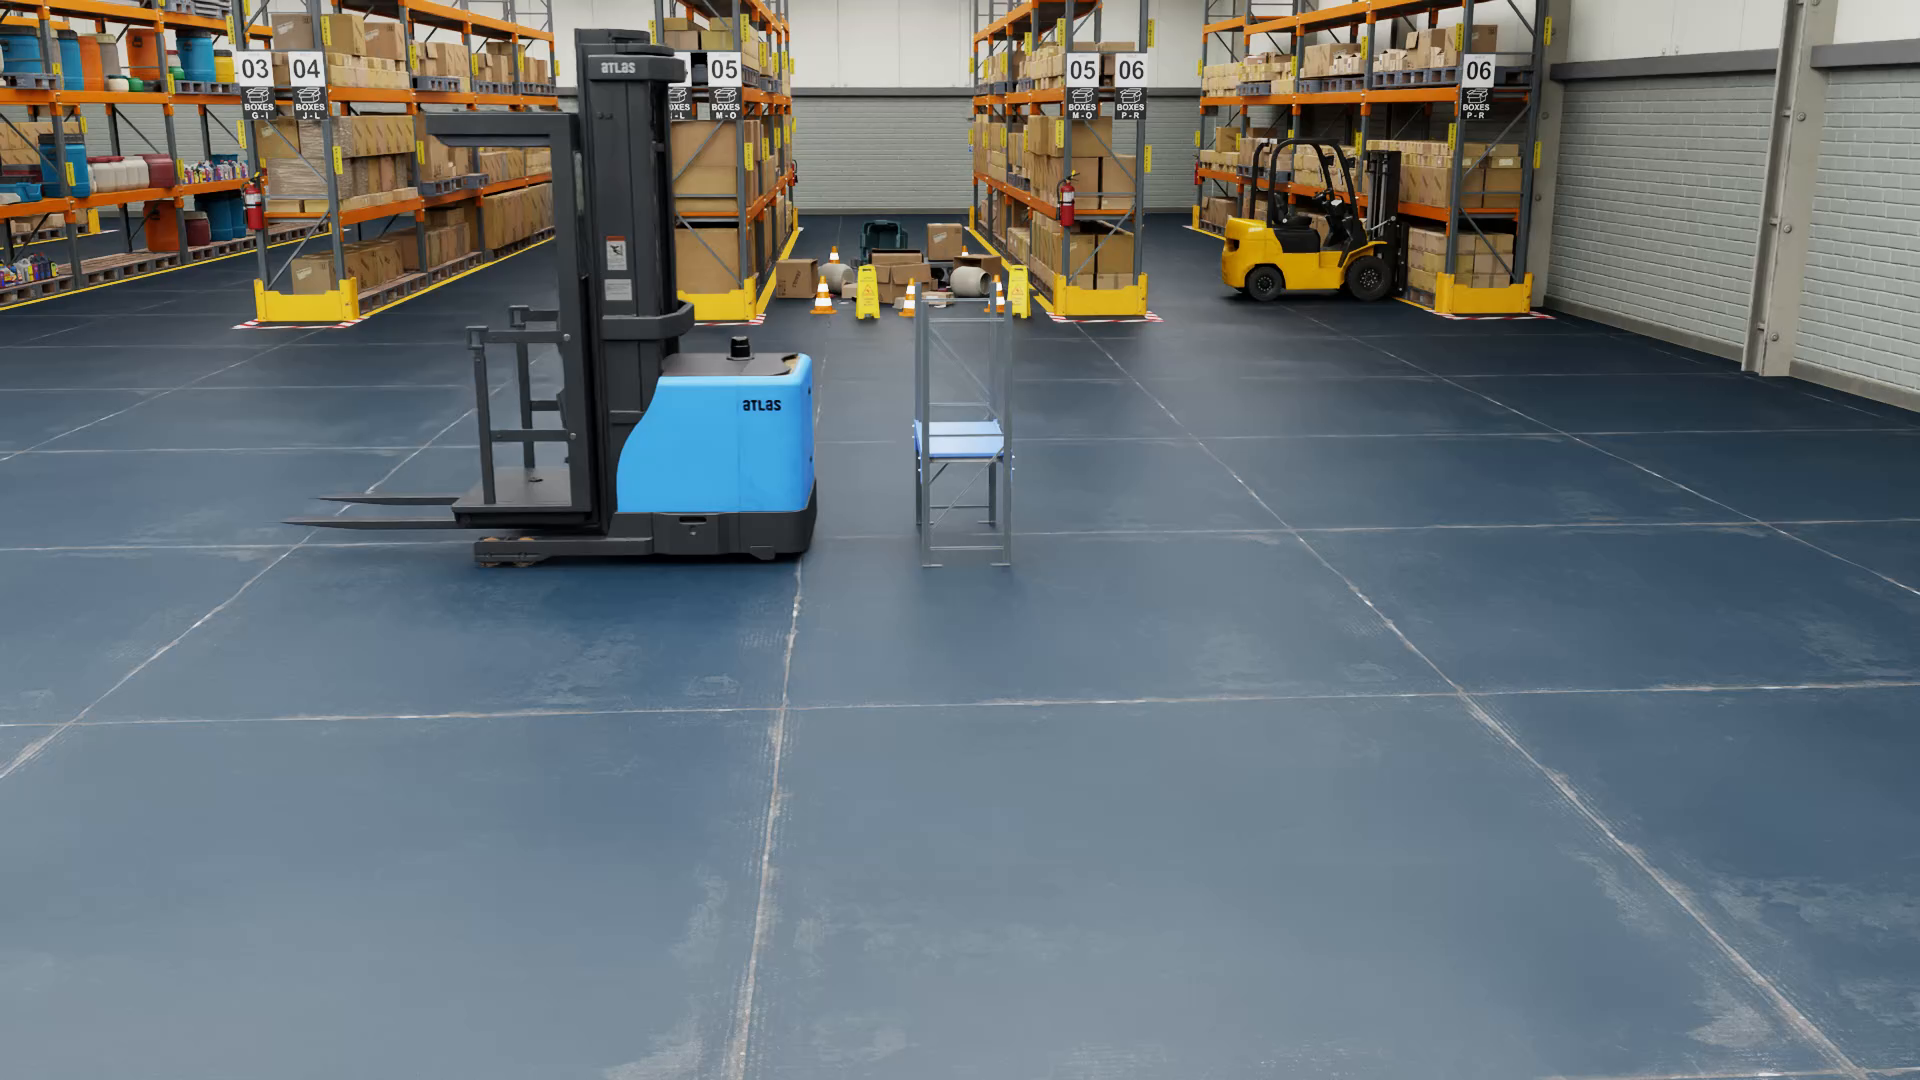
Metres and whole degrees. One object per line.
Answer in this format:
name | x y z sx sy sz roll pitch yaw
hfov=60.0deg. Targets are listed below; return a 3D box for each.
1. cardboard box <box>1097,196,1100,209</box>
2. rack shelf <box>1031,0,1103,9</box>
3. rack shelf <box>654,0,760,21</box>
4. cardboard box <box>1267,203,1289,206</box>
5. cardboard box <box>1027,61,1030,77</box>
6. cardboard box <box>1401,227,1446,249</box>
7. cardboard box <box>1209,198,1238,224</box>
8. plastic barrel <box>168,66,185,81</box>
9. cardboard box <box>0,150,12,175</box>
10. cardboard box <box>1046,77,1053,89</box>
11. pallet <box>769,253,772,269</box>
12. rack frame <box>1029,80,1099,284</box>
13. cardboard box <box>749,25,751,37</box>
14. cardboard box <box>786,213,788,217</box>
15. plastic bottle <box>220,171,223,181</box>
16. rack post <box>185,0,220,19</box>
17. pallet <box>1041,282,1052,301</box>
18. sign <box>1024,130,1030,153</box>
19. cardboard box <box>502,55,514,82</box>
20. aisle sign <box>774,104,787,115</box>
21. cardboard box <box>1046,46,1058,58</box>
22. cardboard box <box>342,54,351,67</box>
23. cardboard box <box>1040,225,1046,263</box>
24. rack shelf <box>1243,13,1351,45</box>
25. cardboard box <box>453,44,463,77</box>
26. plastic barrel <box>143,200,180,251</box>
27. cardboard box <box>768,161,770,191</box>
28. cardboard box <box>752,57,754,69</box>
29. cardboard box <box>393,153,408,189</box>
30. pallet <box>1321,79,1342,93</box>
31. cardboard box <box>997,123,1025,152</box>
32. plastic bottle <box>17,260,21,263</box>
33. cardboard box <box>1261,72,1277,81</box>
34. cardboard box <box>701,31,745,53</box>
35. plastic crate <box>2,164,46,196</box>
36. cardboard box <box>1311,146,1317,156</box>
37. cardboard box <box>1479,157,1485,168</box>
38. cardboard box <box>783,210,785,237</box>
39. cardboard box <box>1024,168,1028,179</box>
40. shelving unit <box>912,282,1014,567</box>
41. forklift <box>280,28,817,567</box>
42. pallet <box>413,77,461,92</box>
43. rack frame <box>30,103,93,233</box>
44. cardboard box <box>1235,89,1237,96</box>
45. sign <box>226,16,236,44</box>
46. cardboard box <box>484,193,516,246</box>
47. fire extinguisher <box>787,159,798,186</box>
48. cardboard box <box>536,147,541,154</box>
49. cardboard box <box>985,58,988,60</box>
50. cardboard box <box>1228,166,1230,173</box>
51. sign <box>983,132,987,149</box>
cardboard box | 1.949 -4.362 21.464 0.380 0.149 0.250 -1 14 -3
rack shelf | 1.670 -7.386 22.124 1.077 0.370 4.000 -1 14 -3
rack shelf | -3.265 -7.092 21.779 1.077 0.370 4.000 -1 14 -3
cardboard box | 5.914 -6.157 30.807 0.380 0.149 0.250 -2 15 -6
cardboard box | 1.308 -7.307 25.846 0.500 0.250 0.500 -1 14 -3
cardboard box | 6.329 -4.129 22.722 0.500 0.250 0.500 -1 14 -3
cardboard box | 5.714 -7.016 35.449 0.700 0.500 0.500 0 14 -1
plastic barrel | -13.373 -7.941 28.321 0.294 0.245 0.294 0 14 0
cardboard box | -18.488 -7.192 31.759 0.500 0.500 0.500 -1 14 -2
cardboard box | 1.353 -6.130 22.316 0.380 0.149 0.250 -1 14 -4
pallet | -3.663 -4.674 27.767 1.003 0.211 1.213 -1 14 -3
rack frame | 1.546 -5.328 24.715 1.000 3.000 0.127 -1 14 -3
cardboard box | -2.938 -6.668 21.765 0.380 0.149 0.250 -1 14 -3
cardboard box | -3.703 -6.599 33.937 0.380 0.149 0.250 -1 14 -4
plastic bottle | -13.326 -6.563 29.914 0.097 0.201 0.097 0 14 0
rack post | -13.532 -9.250 28.922 0.937 0.300 0.954 1 14 3
pallet | 1.701 -3.507 23.233 1.003 0.211 1.213 -1 14 -3
sign | 0.992 -5.879 24.534 0.100 0.325 0.005 -1 14 -3
cardboard box | -8.949 -9.111 32.155 0.700 0.500 0.500 -2 15 -7
aisle sign | -3.837 -9.493 35.684 0.394 0.787 0.004 -1 14 -3
cardboard box | 1.349 -6.511 22.196 0.380 0.149 0.250 -1 14 -2
cardboard box | -7.888 -6.021 20.890 0.380 0.149 0.250 0 14 -1
cardboard box | 1.388 -4.150 23.307 0.500 0.500 0.500 0 14 -1
rack shelf | 6.128 -9.261 30.208 1.077 0.370 4.000 -1 14 -3
cardboard box | -8.271 -7.671 26.597 0.500 0.500 0.500 -1 14 -4
plastic barrel | -13.584 -5.367 28.379 0.600 0.830 0.708 -1 14 -3
cardboard box | -3.213 -5.660 25.804 0.500 0.500 0.500 -1 14 -4
cardboard box | -2.966 -6.407 22.349 0.380 0.149 0.250 -1 14 -4
cardboard box | -8.379 -5.255 23.632 0.875 0.500 0.500 -1 14 -3
pallet | 6.455 -7.316 26.801 1.003 0.211 1.213 0 14 -1
cardboard box | 0.941 -7.231 29.904 0.500 0.500 0.500 -1 14 -3
plastic bottle | -13.096 -3.781 23.284 0.152 0.276 0.135 -1 14 -3
cardboard box | 5.746 -8.516 30.545 0.380 0.149 0.250 -1 14 -2
cardboard box | -2.914 -6.132 20.479 0.500 0.250 0.500 -1 14 -4
plastic crate | -13.624 -5.245 24.265 0.402 0.464 0.583 -1 14 -3
cardboard box | 6.066 -6.485 27.707 0.380 0.149 0.250 -1 14 -3
cardboard box | 6.906 -4.922 21.635 0.380 0.149 0.250 -1 14 -3
cardboard box | -3.587 -6.029 31.612 0.500 0.500 0.500 -1 14 -5
cardboard box | 1.188 -5.663 25.678 0.380 0.149 0.250 -1 14 -4
shelving unit | 0.005 -0.705 9.757 0.538 1.500 1.048 -1 14 -3
forklift | -2.396 -1.399 9.582 3.031 2.935 1.130 0 14 -1
pallet | -8.345 -6.950 25.375 1.213 0.211 1.003 -1 14 -3
rack frame | -18.976 -8.008 35.129 1.000 3.000 0.127 -1 14 -3
cardboard box | 5.675 -8.872 32.973 0.380 0.149 0.250 -1 14 -4
sign | -8.653 -6.058 19.756 0.100 0.325 0.005 -1 14 -3
cardboard box | -8.663 -5.738 29.729 1.225 0.875 0.875 -1 14 -3
fire extinguisher | -3.687 -8.063 36.247 0.296 0.674 0.183 -1 14 -3
cardboard box | -8.675 -7.974 33.199 0.500 0.500 0.500 -1 14 -5
cardboard box | 0.777 -9.562 33.905 0.500 0.500 0.500 -1 14 -2
cardboard box | 5.665 -7.543 33.829 0.380 0.149 0.250 -1 14 -2
sign | 0.496 -7.766 32.295 0.100 0.325 0.005 -1 14 -3
